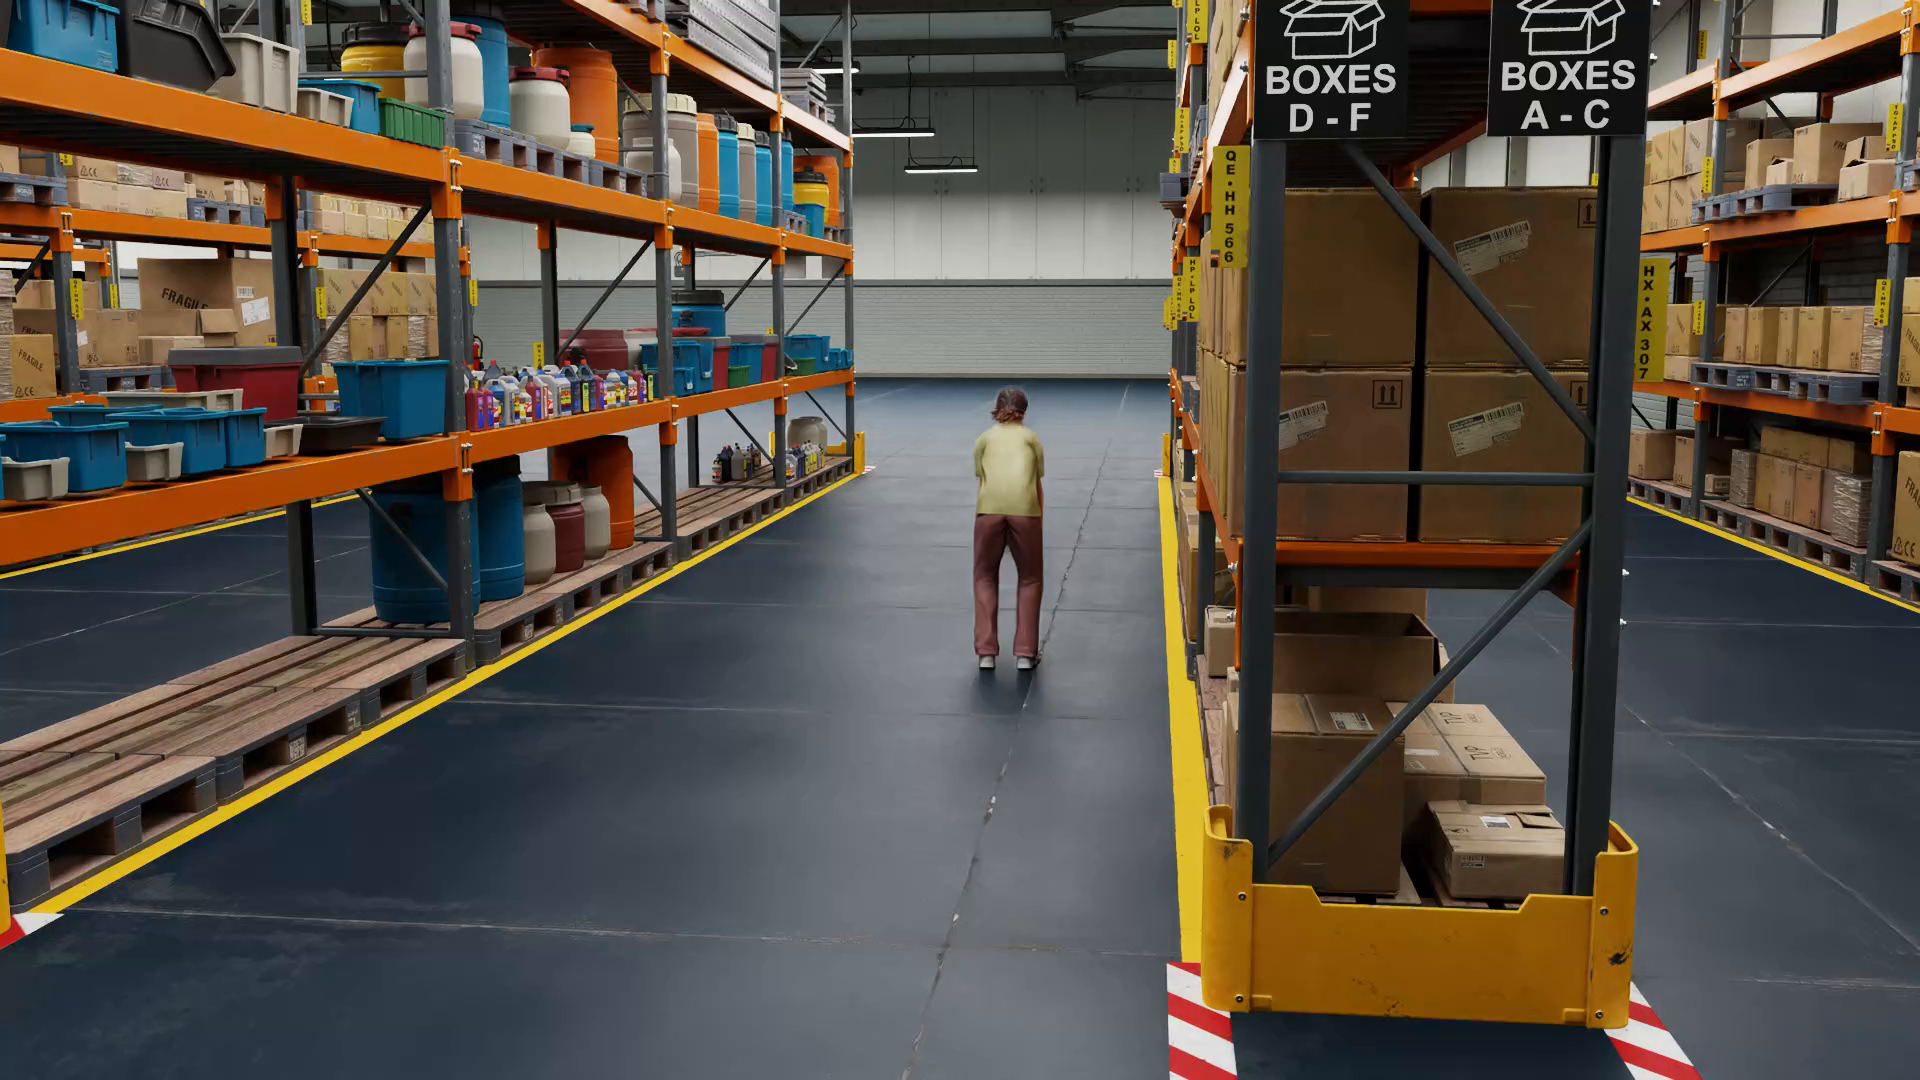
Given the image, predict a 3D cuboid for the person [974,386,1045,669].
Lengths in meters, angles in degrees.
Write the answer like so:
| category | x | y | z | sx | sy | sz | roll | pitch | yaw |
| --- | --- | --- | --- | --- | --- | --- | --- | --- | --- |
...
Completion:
| category | x | y | z | sx | sy | sz | roll | pitch | yaw |
| --- | --- | --- | --- | --- | --- | --- | --- | --- | --- |
| person | 0.274 | -0.078 | 9.356 | 0.402 | 1.555 | 0.615 | 1 | 8 | 6 |
